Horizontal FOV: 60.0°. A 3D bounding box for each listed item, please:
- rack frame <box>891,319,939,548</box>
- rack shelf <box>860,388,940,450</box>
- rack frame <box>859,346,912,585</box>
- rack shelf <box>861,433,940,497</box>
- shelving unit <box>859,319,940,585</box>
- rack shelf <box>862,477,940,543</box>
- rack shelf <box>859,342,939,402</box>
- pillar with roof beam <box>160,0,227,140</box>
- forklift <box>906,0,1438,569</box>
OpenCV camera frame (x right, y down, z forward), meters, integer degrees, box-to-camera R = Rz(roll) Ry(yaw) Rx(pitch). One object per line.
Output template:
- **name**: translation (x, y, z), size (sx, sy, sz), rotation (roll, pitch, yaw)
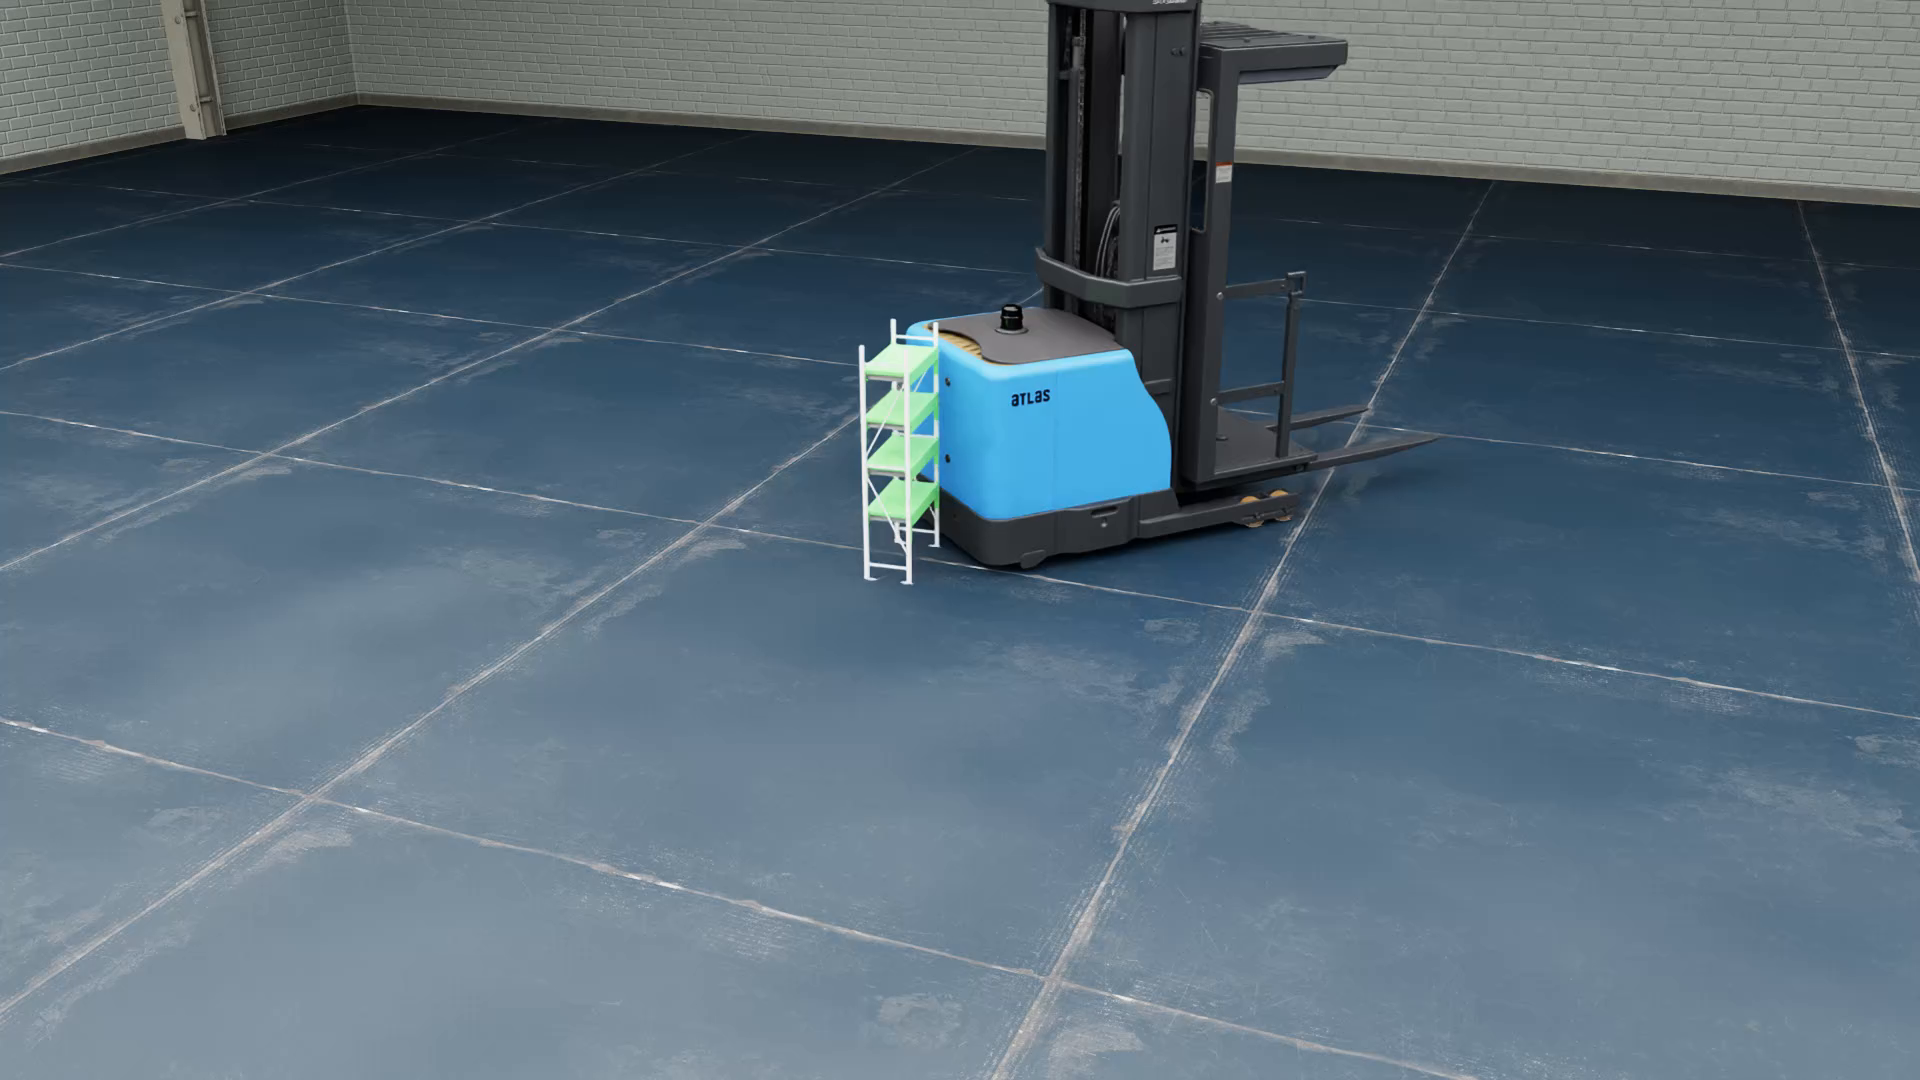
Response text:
- **rack frame**: translation (-0.225, -0.528, 8.457), size (0.240, 1.200, 0.015), rotation (6, 23, 14)
- **rack shelf**: translation (-0.291, -0.600, 8.172), size (0.258, 0.148, 0.480), rotation (6, 23, 14)
- **rack frame**: translation (-0.357, -0.347, 8.024), size (0.240, 1.200, 0.015), rotation (6, 23, 14)
- **rack shelf**: translation (-0.291, -0.378, 8.265), size (0.258, 0.148, 0.480), rotation (6, 23, 14)
- **shelving unit**: translation (-0.291, -0.437, 8.240), size (0.258, 1.200, 0.503), rotation (6, 23, 14)
- **rack shelf**: translation (-0.291, -0.157, 8.357), size (0.258, 0.148, 0.480), rotation (6, 23, 14)
- **rack shelf**: translation (-0.291, -0.821, 8.080), size (0.258, 0.148, 0.480), rotation (6, 23, 14)
- **pillar with roof beam**: translation (-5.477, -8.606, 17.678), size (9.100, 9.000, 0.400), rotation (9, 24, 20)
- **forklift**: translation (1.258, -1.587, 8.747), size (3.031, 2.935, 1.130), rotation (-11, 25, -25)
